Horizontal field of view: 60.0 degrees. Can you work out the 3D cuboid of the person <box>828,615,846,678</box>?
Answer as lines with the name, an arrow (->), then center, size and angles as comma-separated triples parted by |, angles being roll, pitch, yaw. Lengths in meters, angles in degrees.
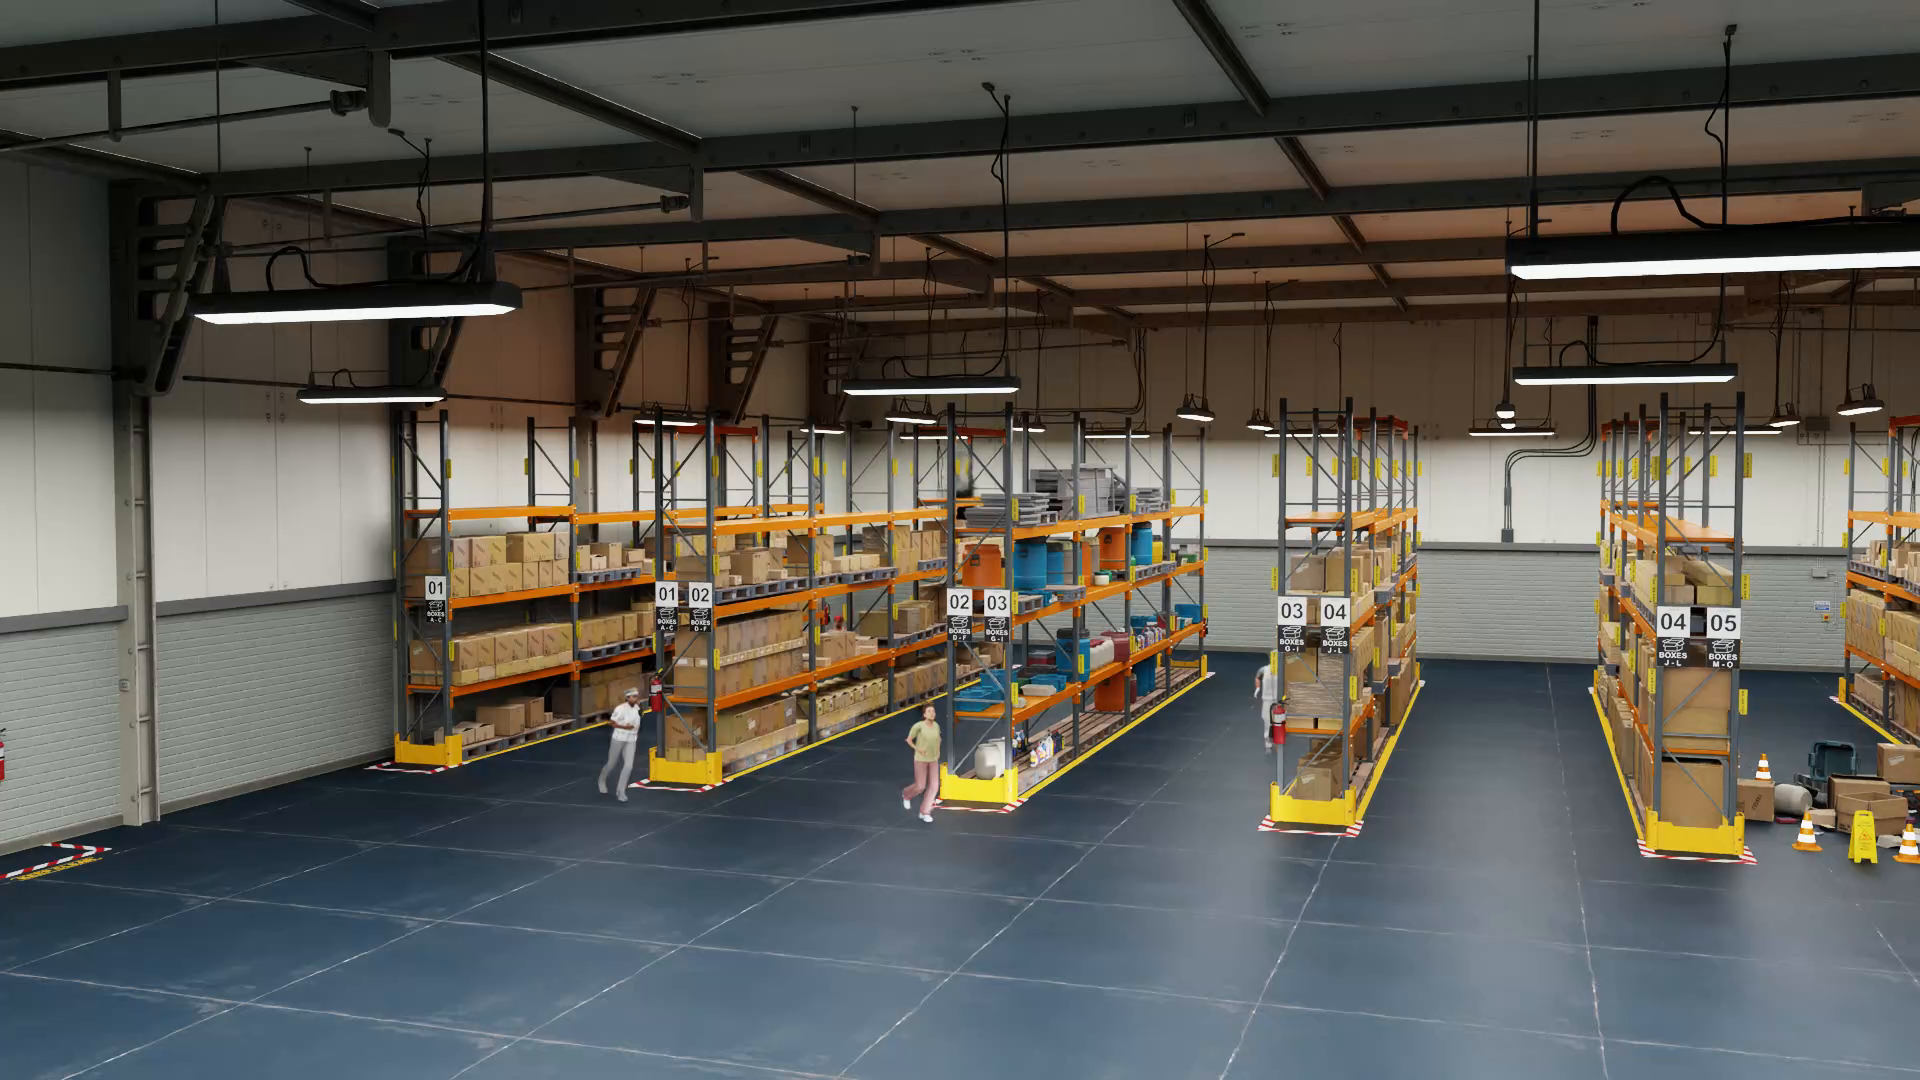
person -> -2.665, 2.551, 36.682 | 0.656, 1.783, 0.899 | 1, 3, 14

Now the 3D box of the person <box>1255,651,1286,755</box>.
person -> 5.504, 2.825, 29.175 | 0.662, 1.773, 1.000 | 1, 3, 12

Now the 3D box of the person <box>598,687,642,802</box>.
person -> -5.107, 3.080, 25.396 | 0.618, 1.681, 0.882 | -2, 3, -35

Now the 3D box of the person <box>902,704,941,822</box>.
person -> -0.488, 3.169, 23.847 | 0.597, 1.646, 0.690 | -1, 3, -30
